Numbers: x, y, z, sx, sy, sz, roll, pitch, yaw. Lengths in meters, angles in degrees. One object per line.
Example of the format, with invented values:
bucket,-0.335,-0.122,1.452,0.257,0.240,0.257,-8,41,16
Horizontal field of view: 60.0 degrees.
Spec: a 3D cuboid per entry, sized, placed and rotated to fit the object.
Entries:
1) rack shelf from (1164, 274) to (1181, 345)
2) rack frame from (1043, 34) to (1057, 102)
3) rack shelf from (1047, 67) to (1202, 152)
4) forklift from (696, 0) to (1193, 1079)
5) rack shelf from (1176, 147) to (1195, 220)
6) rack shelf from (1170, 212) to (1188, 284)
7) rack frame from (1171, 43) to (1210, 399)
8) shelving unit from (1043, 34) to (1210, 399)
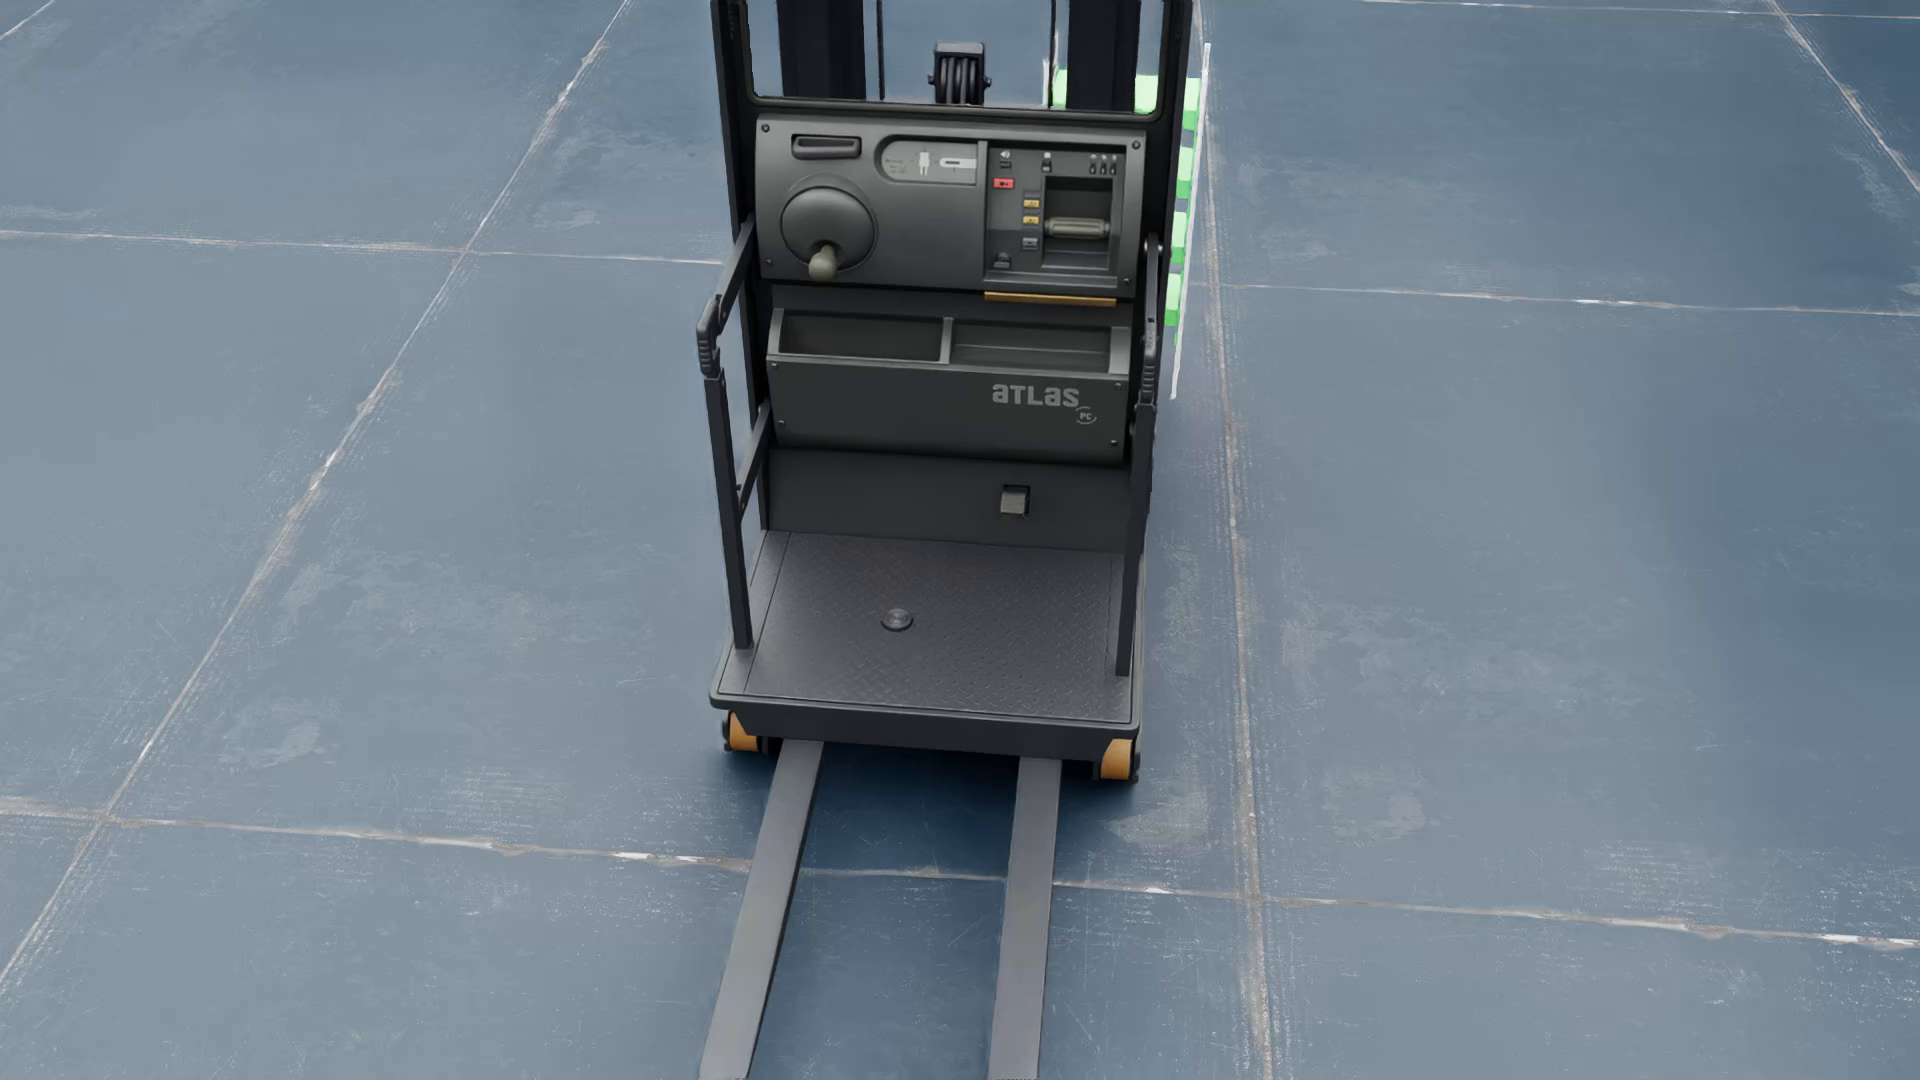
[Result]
rack shelf,0.528,-0.827,5.797,0.480,0.148,0.258,6,39,7
rack frame,0.287,-1.086,5.634,0.015,1.200,0.240,6,39,7
rack shelf,0.528,-1.386,5.343,0.480,0.148,0.258,6,39,7
forklift,-0.048,-0.724,3.818,1.130,2.935,3.031,4,39,5
rack shelf,0.528,-1.199,5.494,0.480,0.148,0.258,6,39,7
rack shelf,0.528,-1.013,5.646,0.480,0.148,0.258,6,39,7
rack frame,0.770,-1.039,5.576,0.015,1.200,0.240,6,39,7
shelving unit,0.528,-1.063,5.605,0.503,1.200,0.258,6,39,7
